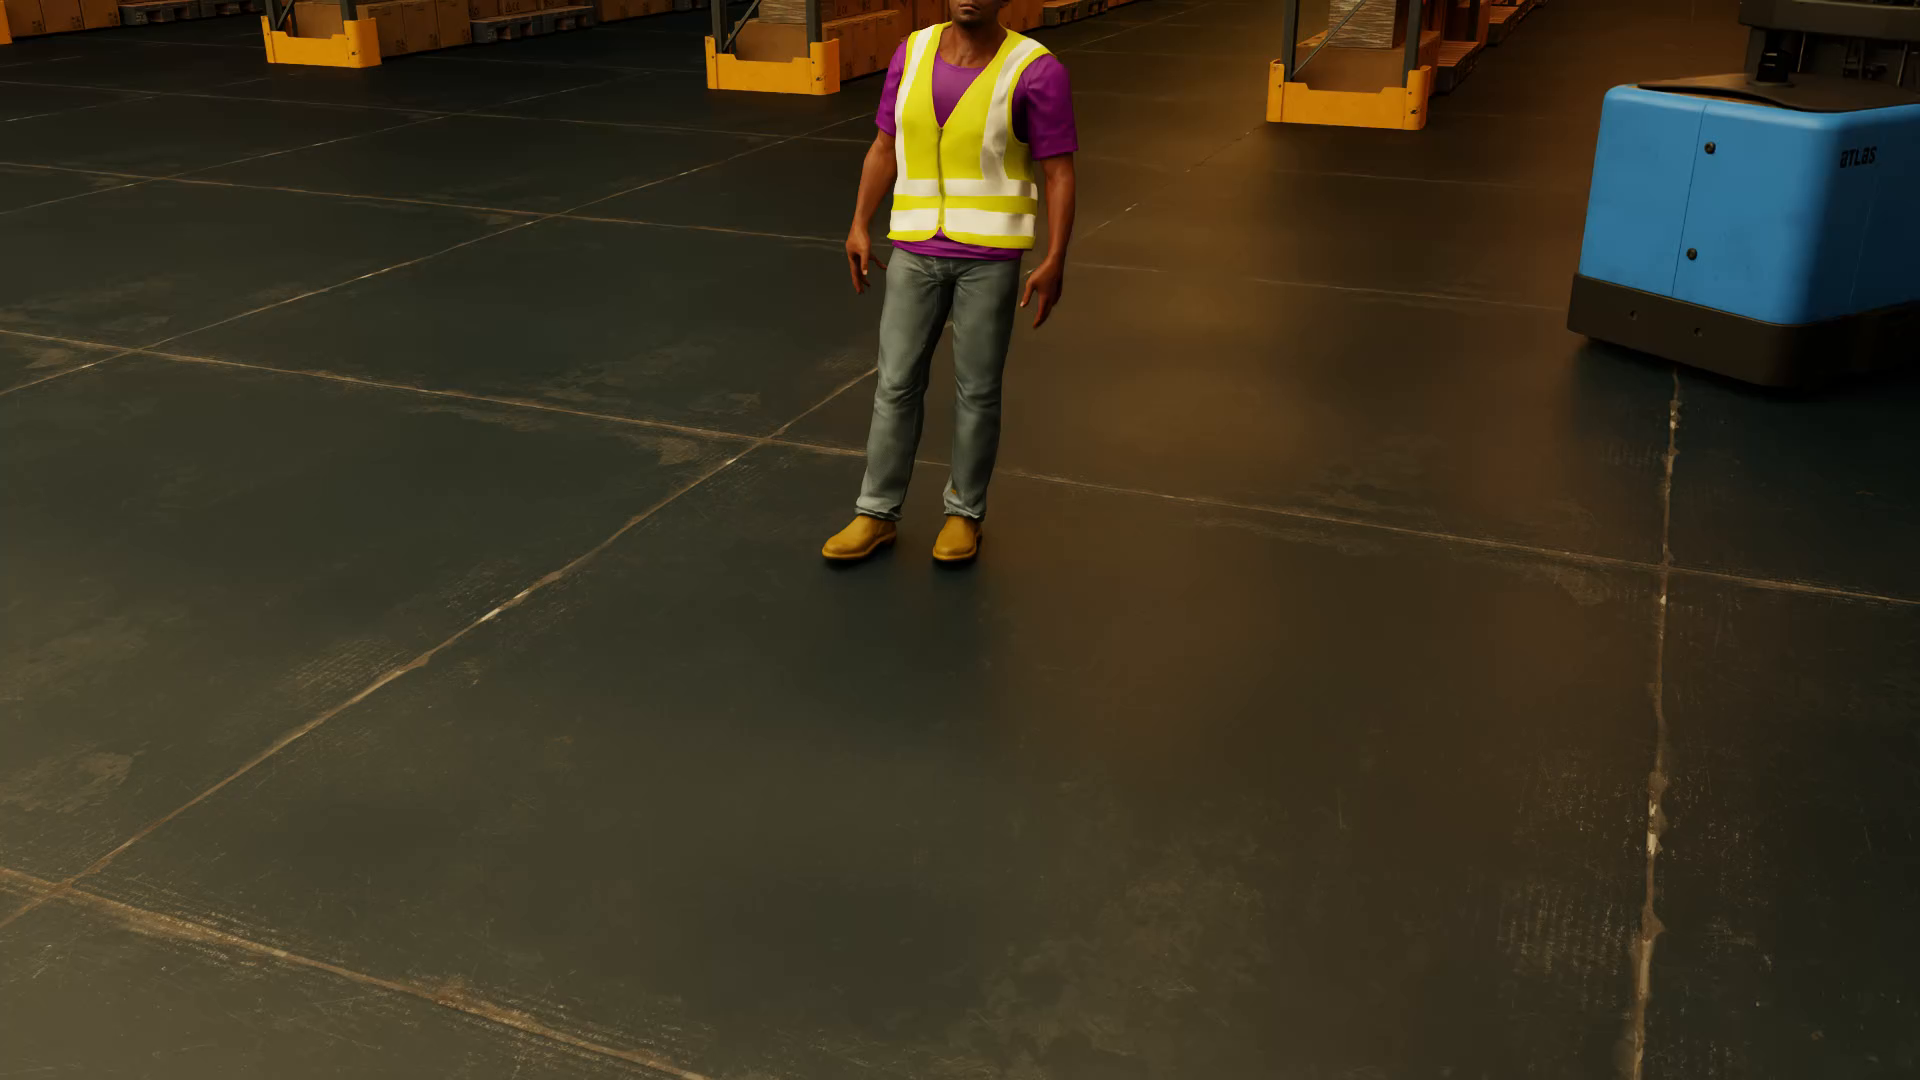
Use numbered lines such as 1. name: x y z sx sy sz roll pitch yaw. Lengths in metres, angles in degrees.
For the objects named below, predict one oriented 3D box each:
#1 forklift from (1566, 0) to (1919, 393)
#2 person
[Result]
1. forklift: 4.103 -2.319 6.841 3.031 2.935 1.130 -13 26 -28
2. person: -0.031 -0.797 4.692 0.666 1.768 0.575 9 24 21
